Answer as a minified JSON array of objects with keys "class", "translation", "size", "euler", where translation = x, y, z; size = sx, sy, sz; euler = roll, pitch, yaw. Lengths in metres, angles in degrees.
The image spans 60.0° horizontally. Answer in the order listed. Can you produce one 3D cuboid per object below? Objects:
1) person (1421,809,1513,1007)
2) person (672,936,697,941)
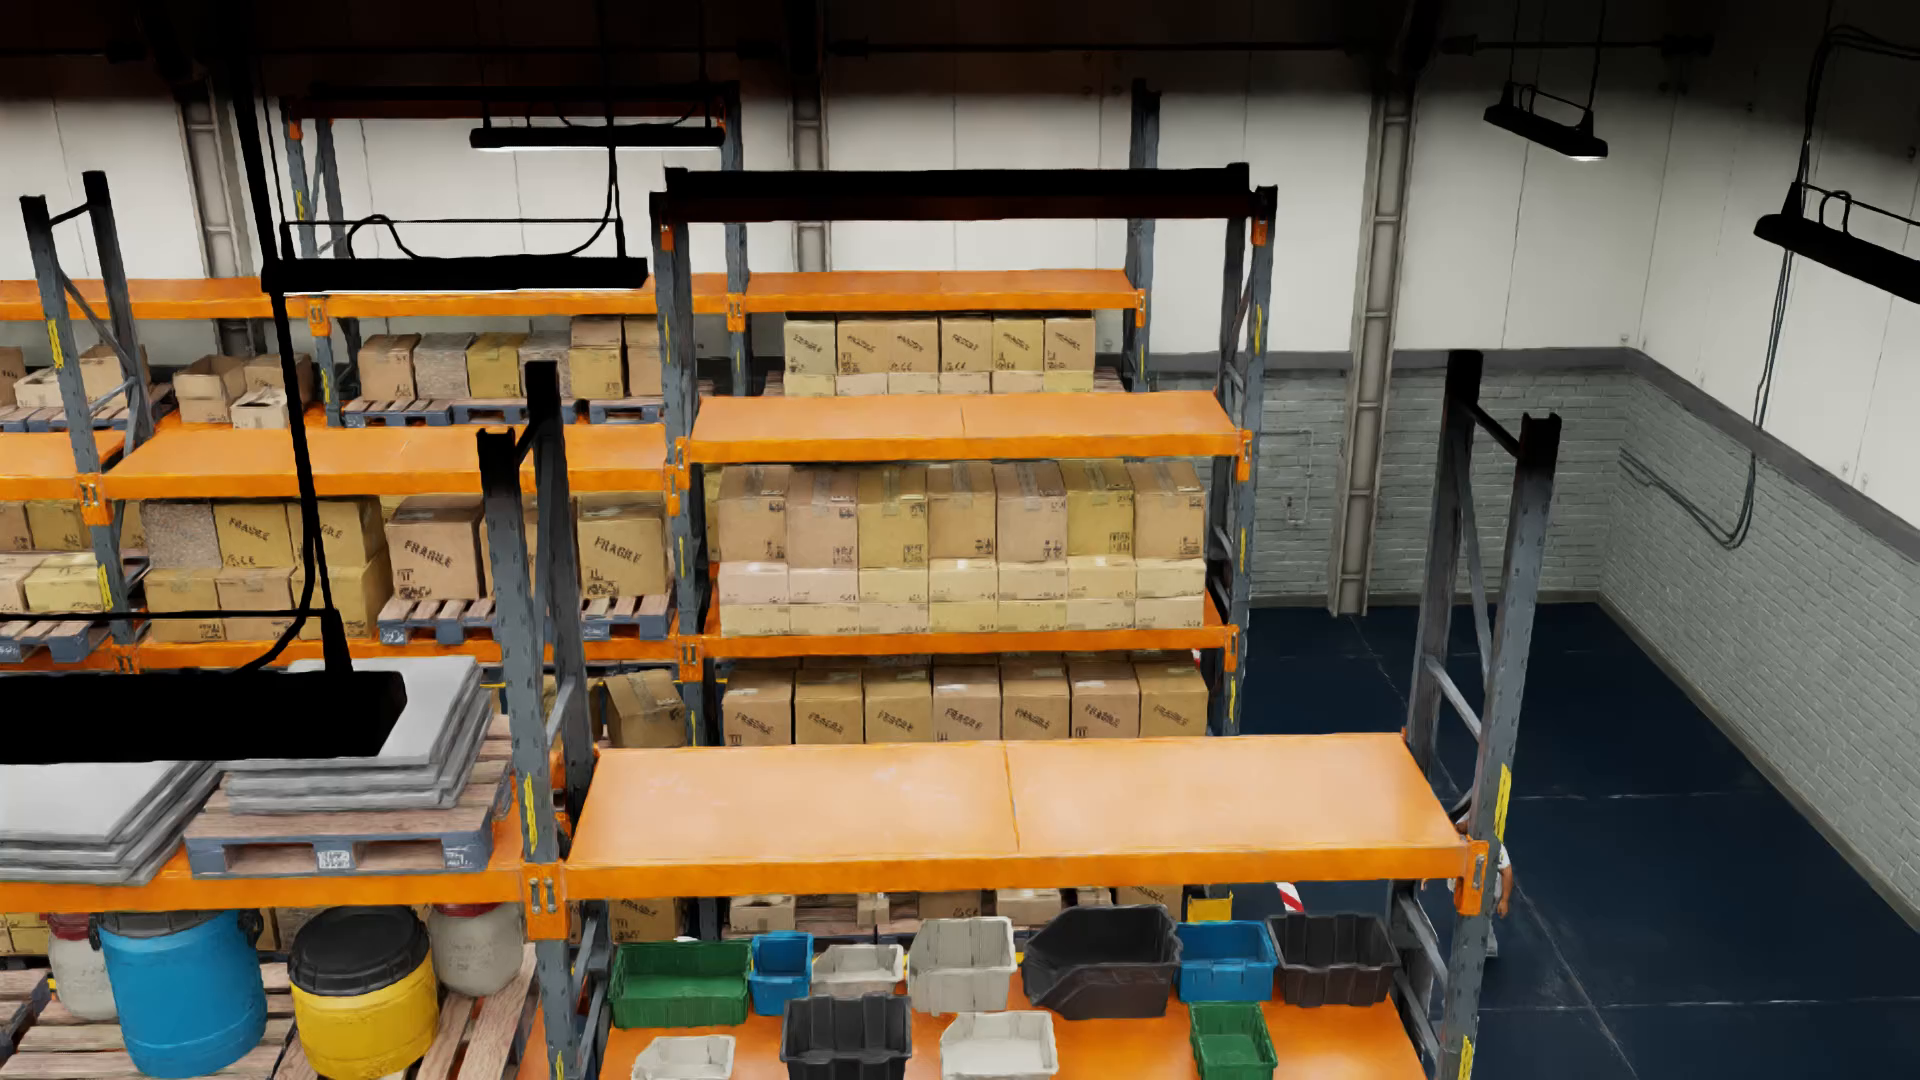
[{"class":"person","translation":[3.891,2.640,12.516],"size":[0.818,1.597,0.656],"euler":[-7,23,-18]},{"class":"person","translation":[-1.693,3.310,10.733],"size":[1.043,1.716,0.589],"euler":[-1,22,-3]}]
